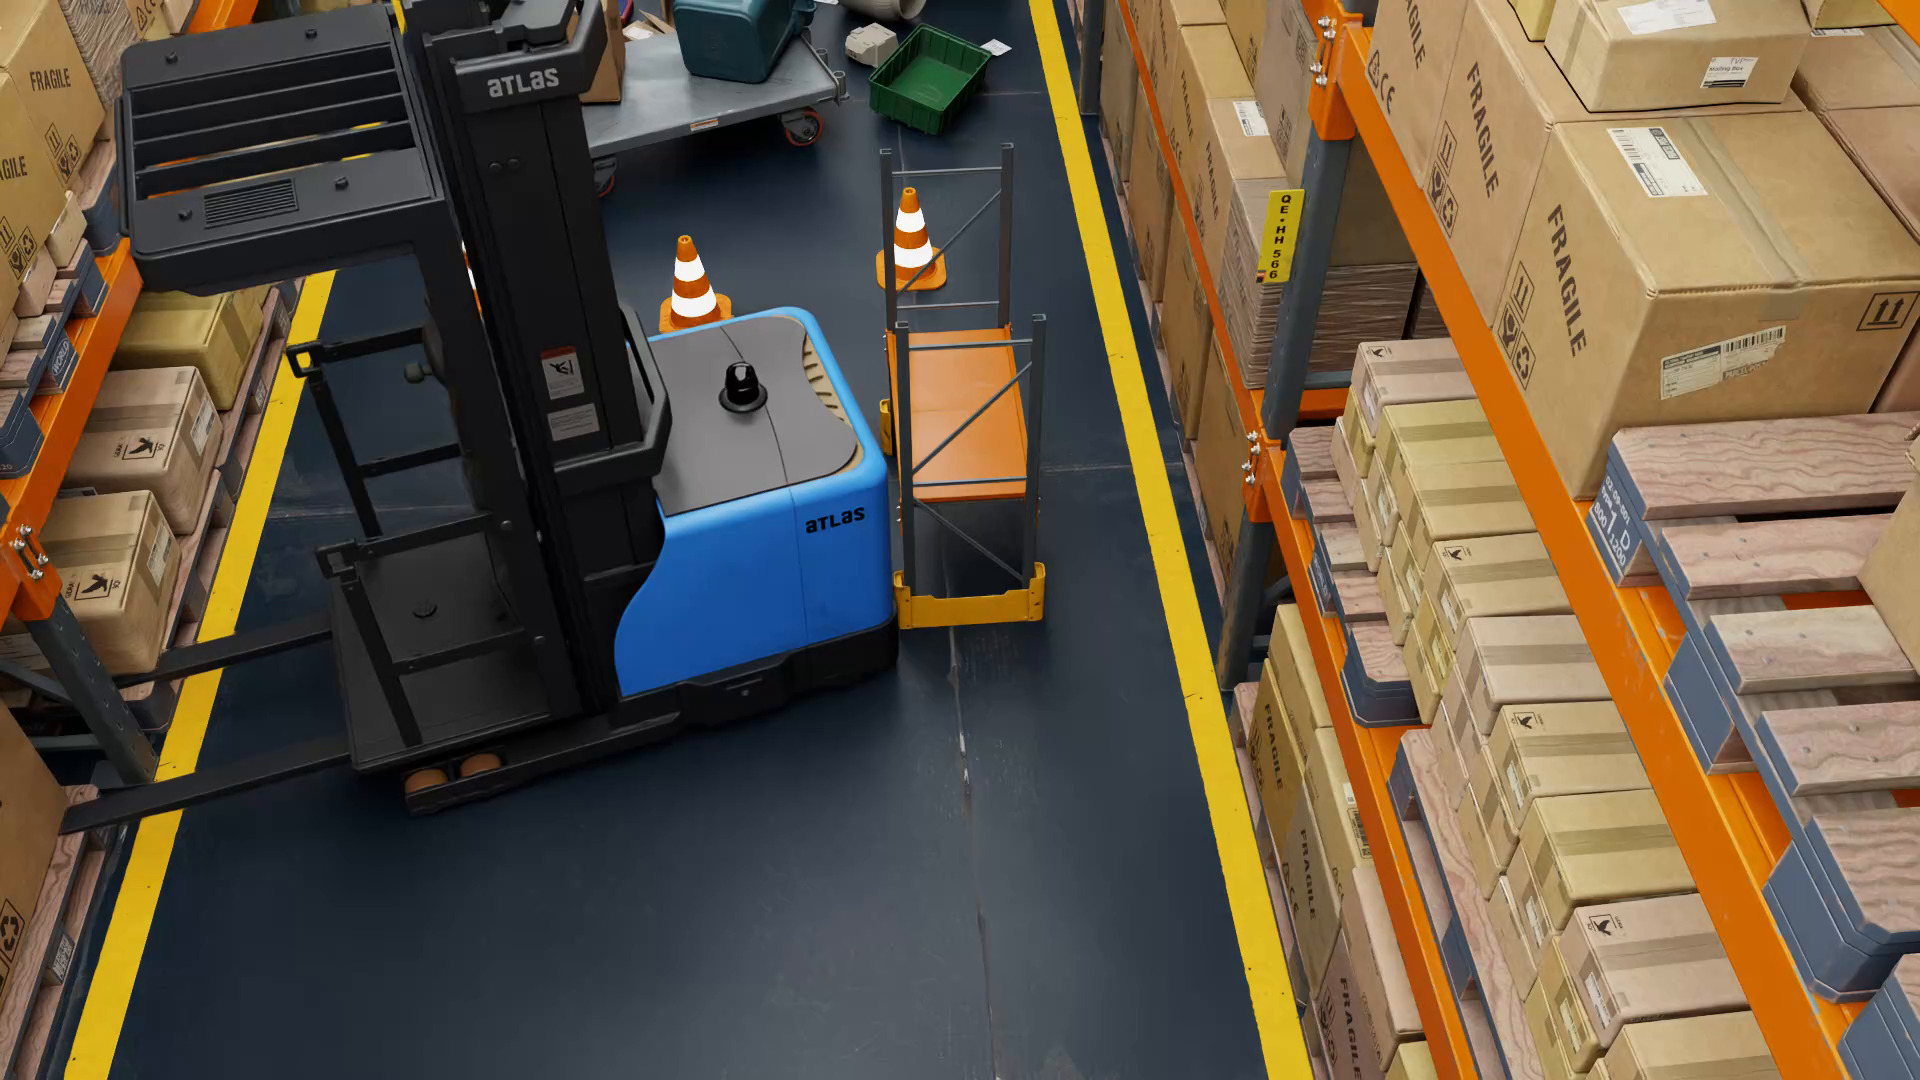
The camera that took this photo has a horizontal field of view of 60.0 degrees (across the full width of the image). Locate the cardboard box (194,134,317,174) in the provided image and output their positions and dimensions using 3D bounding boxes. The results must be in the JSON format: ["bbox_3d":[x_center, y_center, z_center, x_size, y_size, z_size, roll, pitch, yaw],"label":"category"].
[{"bbox_3d":[-3.726,-1.904,8.145,0.950,0.372,0.625,-3,47,-3],"label":"cardboard box"}]

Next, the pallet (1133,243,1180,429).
[{"bbox_3d":[1.397,-1.019,7.706,1.003,0.211,1.213,-3,47,-3],"label":"pallet"}]

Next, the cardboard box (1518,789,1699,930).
[{"bbox_3d":[1.462,0.693,3.639,0.380,0.149,0.250,-4,47,-4],"label":"cardboard box"}]

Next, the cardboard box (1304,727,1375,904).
[{"bbox_3d":[1.346,0.815,4.964,0.500,0.250,0.500,-4,47,-4],"label":"cardboard box"}]

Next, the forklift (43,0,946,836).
[{"bbox_3d":[-1.575,-1.114,5.923,4.086,2.935,2.622,-15,48,-14],"label":"forklift"}]

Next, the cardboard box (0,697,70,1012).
[{"bbox_3d":[-3.462,0.942,5.102,0.875,0.875,0.875,-4,47,-4],"label":"cardboard box"}]

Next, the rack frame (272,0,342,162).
[{"bbox_3d":[-3.772,-3.043,7.702,1.000,3.000,0.127,-3,47,-3],"label":"rack frame"}]

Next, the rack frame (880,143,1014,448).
[{"bbox_3d":[-0.050,-0.945,6.749,0.500,1.500,0.032,-3,47,-3],"label":"rack frame"}]

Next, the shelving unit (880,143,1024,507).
[{"bbox_3d":[-0.010,-0.600,6.422,0.500,1.500,0.985,-3,47,-3],"label":"shelving unit"}]

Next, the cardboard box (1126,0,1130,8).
[{"bbox_3d":[0.971,-2.689,7.298,0.500,0.500,0.500,-3,47,-3],"label":"cardboard box"}]

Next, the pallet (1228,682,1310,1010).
[{"bbox_3d":[1.551,1.002,5.792,1.003,0.211,1.213,-3,47,-3],"label":"pallet"}]

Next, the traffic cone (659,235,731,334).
[{"bbox_3d":[-2.661,-2.436,7.260,3.046,2.808,1.723,-3,47,-3],"label":"traffic cone"}]

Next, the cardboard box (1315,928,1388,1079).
[{"bbox_3d":[1.385,1.454,4.875,0.500,0.500,0.500,-5,47,-4],"label":"cardboard box"}]

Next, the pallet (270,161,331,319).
[{"bbox_3d":[-3.705,-1.521,8.181,1.003,0.211,1.213,-3,47,-3],"label":"pallet"}]

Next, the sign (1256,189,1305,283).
[{"bbox_3d":[0.934,-0.885,4.861,0.100,0.325,0.005,-3,47,-3],"label":"sign"}]

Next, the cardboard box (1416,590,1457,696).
[{"bbox_3d":[1.399,0.251,4.262,0.380,0.149,0.250,-3,47,-3],"label":"cardboard box"}]

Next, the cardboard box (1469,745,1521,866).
[{"bbox_3d":[1.437,0.611,3.921,0.380,0.149,0.250,-4,47,-4],"label":"cardboard box"}]

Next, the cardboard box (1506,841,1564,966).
[{"bbox_3d":[1.463,0.806,3.736,0.380,0.149,0.250,-2,47,-2],"label":"cardboard box"}]

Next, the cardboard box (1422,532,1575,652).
[{"bbox_3d":[1.396,0.125,4.177,0.380,0.149,0.250,-5,47,-5],"label":"cardboard box"}]

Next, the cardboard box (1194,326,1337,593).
[{"bbox_3d":[1.526,-0.339,6.402,1.050,0.750,0.750,-4,47,-4],"label":"cardboard box"}]

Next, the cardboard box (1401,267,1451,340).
[{"bbox_3d":[1.719,-0.898,5.602,0.500,0.500,0.500,-3,47,-3],"label":"cardboard box"}]

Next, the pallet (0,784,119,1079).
[{"bbox_3d":[-3.446,1.385,5.429,1.003,0.211,1.213,-3,47,-3],"label":"pallet"}]

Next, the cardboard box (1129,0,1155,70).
[{"bbox_3d":[1.010,-2.327,6.956,0.500,0.500,0.500,-4,47,-4],"label":"cardboard box"}]

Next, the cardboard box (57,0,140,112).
[{"bbox_3d":[-3.380,-1.892,6.049,0.500,0.500,0.500,-5,47,-5],"label":"cardboard box"}]

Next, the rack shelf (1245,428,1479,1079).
[{"bbox_3d":[1.655,1.172,4.206,1.077,0.370,4.000,-3,47,-3],"label":"rack shelf"}]

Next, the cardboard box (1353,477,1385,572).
[{"bbox_3d":[1.346,-0.050,4.752,0.380,0.149,0.250,-1,47,-1],"label":"cardboard box"}]

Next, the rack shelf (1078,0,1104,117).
[{"bbox_3d":[8.748,-2.408,7.101,15.905,3.000,4.168,-3,47,-3],"label":"rack shelf"}]

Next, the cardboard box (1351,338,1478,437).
[{"bbox_3d":[1.333,-0.436,4.707,0.380,0.149,0.250,-3,47,-3],"label":"cardboard box"}]

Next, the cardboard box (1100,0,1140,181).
[{"bbox_3d":[1.294,-2.344,8.301,1.050,0.750,0.750,-4,47,-3],"label":"cardboard box"}]

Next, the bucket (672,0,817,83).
[{"bbox_3d":[-1.157,-2.772,8.653,0.726,0.611,0.620,11,58,10],"label":"bucket"}]

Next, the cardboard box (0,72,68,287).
[{"bbox_3d":[-3.295,-1.146,5.343,0.500,0.500,0.500,-1,47,-1],"label":"cardboard box"}]

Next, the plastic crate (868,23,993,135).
[{"bbox_3d":[-0.168,-2.516,9.100,0.450,0.188,0.662,25,51,9],"label":"plastic crate"}]

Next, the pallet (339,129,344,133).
[{"bbox_3d":[-3.863,-2.568,9.173,1.003,0.211,1.213,-3,47,-3],"label":"pallet"}]

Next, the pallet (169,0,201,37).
[{"bbox_3d":[-3.853,-2.415,7.240,1.003,0.211,1.213,-3,47,-3],"label":"pallet"}]

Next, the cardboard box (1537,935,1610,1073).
[{"bbox_3d":[1.478,0.982,3.570,0.380,0.149,0.250,-3,47,-3],"label":"cardboard box"}]

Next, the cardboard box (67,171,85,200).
[{"bbox_3d":[-3.347,-1.230,5.870,0.380,0.149,0.250,-1,47,-1],"label":"cardboard box"}]

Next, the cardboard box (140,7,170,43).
[{"bbox_3d":[-3.383,-2.006,6.604,0.380,0.149,0.250,-4,47,-3],"label":"cardboard box"}]

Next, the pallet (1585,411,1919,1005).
[{"bbox_3d":[1.787,0.201,2.693,1.213,0.211,1.003,-3,47,-3],"label":"pallet"}]

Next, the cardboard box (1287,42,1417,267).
[{"bbox_3d":[1.459,-1.226,5.224,0.700,0.500,0.500,-4,47,-4],"label":"cardboard box"}]

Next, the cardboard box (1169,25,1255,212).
[{"bbox_3d":[1.100,-1.589,6.257,0.500,0.500,0.500,-4,47,-4],"label":"cardboard box"}]

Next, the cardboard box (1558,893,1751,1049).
[{"bbox_3d":[1.486,0.887,3.454,0.380,0.149,0.250,-5,47,-5],"label":"cardboard box"}]

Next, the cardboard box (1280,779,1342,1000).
[{"bbox_3d":[1.338,1.083,5.227,0.500,0.500,0.500,-3,47,-3],"label":"cardboard box"}]

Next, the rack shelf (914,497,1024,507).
[{"bbox_3d":[-0.007,-0.478,6.505,0.416,0.036,0.922,-3,47,-3],"label":"rack shelf"}]

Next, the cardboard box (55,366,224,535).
[{"bbox_3d":[-3.544,-0.332,6.656,0.950,0.372,0.625,-4,47,-4],"label":"cardboard box"}]

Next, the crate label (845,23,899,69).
[{"bbox_3d":[-0.500,-2.819,9.462,0.298,0.136,0.250,-36,56,-29],"label":"crate label"}]

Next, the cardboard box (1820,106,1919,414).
[{"bbox_3d":[1.881,-0.468,3.129,0.500,0.500,0.500,-3,47,-3],"label":"cardboard box"}]

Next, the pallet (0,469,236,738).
[{"bbox_3d":[-3.501,0.245,6.509,1.003,0.211,1.213,-3,47,-3],"label":"pallet"}]

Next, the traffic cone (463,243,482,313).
[{"bbox_3d":[-2.273,-1.358,7.854,0.336,0.463,0.334,-3,47,-3],"label":"traffic cone"}]

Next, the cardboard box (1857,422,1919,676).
[{"bbox_3d":[1.824,0.035,2.362,0.797,0.503,0.637,-4,47,-4],"label":"cardboard box"}]

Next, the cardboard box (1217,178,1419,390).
[{"bbox_3d":[1.182,-0.867,5.572,0.500,0.500,0.500,-3,47,-3],"label":"cardboard box"}]

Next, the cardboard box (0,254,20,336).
[{"bbox_3d":[-3.244,-0.769,4.986,0.500,0.500,0.500,-5,47,-4],"label":"cardboard box"}]
